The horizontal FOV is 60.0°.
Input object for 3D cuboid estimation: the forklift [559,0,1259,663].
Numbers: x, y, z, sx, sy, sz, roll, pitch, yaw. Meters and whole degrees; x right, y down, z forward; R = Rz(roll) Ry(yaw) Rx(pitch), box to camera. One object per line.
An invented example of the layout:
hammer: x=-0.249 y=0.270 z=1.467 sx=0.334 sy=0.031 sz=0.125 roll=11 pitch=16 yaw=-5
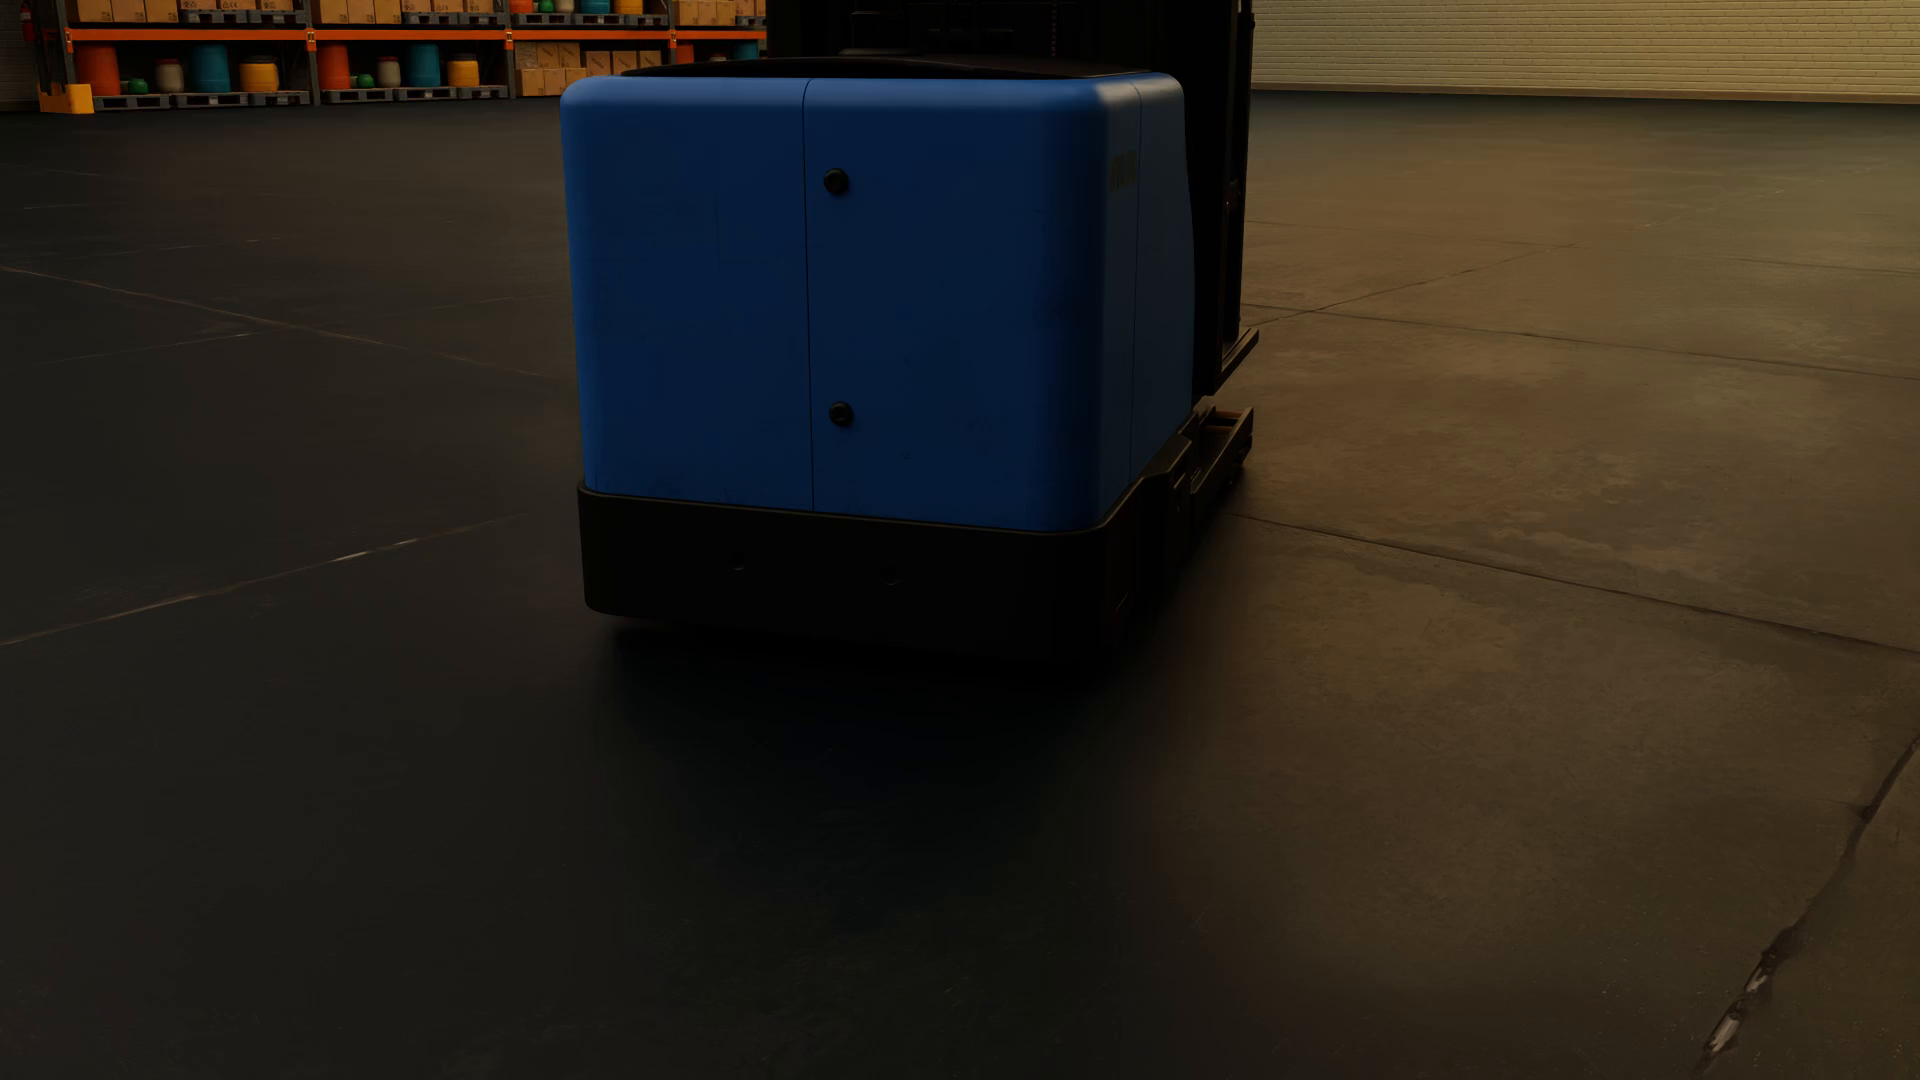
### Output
forklift: x=0.182 y=-1.571 z=4.072 sx=1.130 sy=2.935 sz=3.031 roll=5 pitch=18 yaw=17
